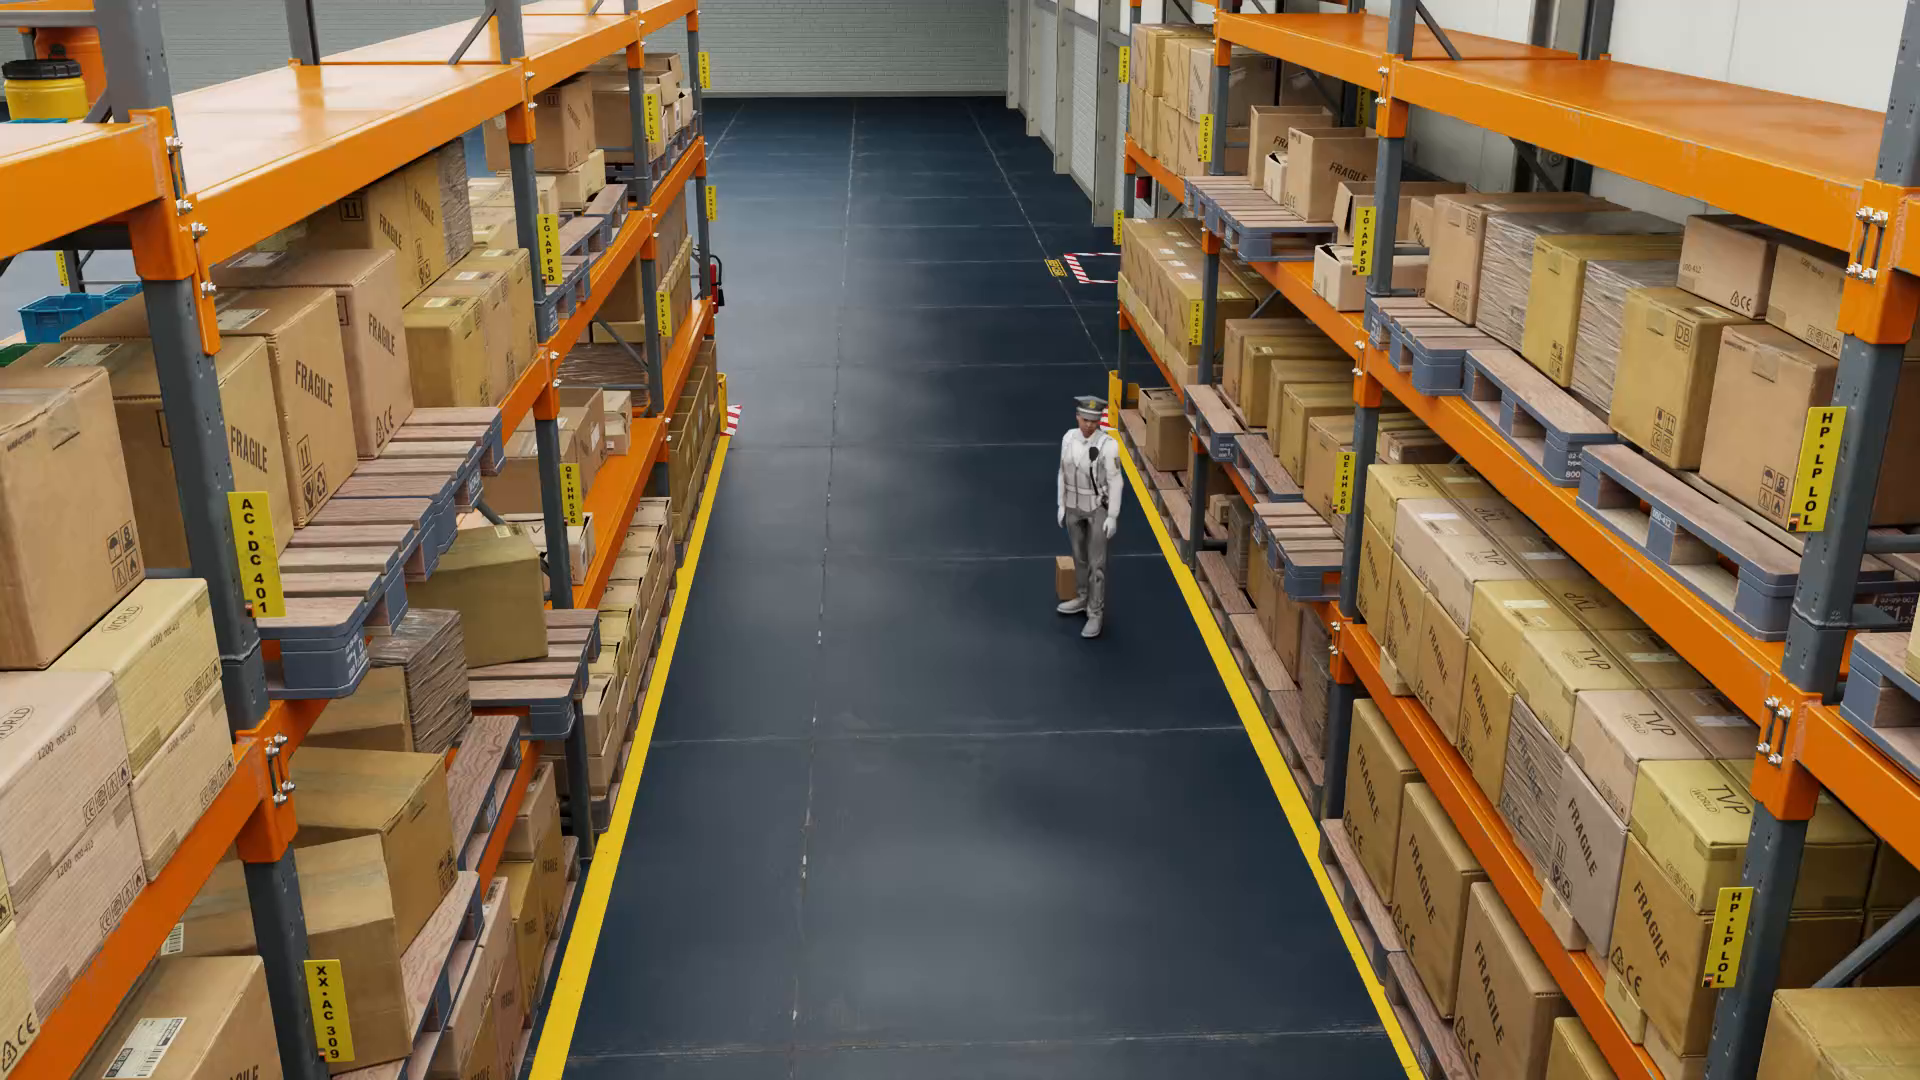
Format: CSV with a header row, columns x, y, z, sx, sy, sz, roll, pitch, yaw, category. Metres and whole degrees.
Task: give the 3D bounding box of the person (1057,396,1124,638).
x,y,z,sx,sy,sz,roll,pitch,yaw,category
0.880,-0.201,11.554,0.510,1.672,0.475,17,26,38,person
